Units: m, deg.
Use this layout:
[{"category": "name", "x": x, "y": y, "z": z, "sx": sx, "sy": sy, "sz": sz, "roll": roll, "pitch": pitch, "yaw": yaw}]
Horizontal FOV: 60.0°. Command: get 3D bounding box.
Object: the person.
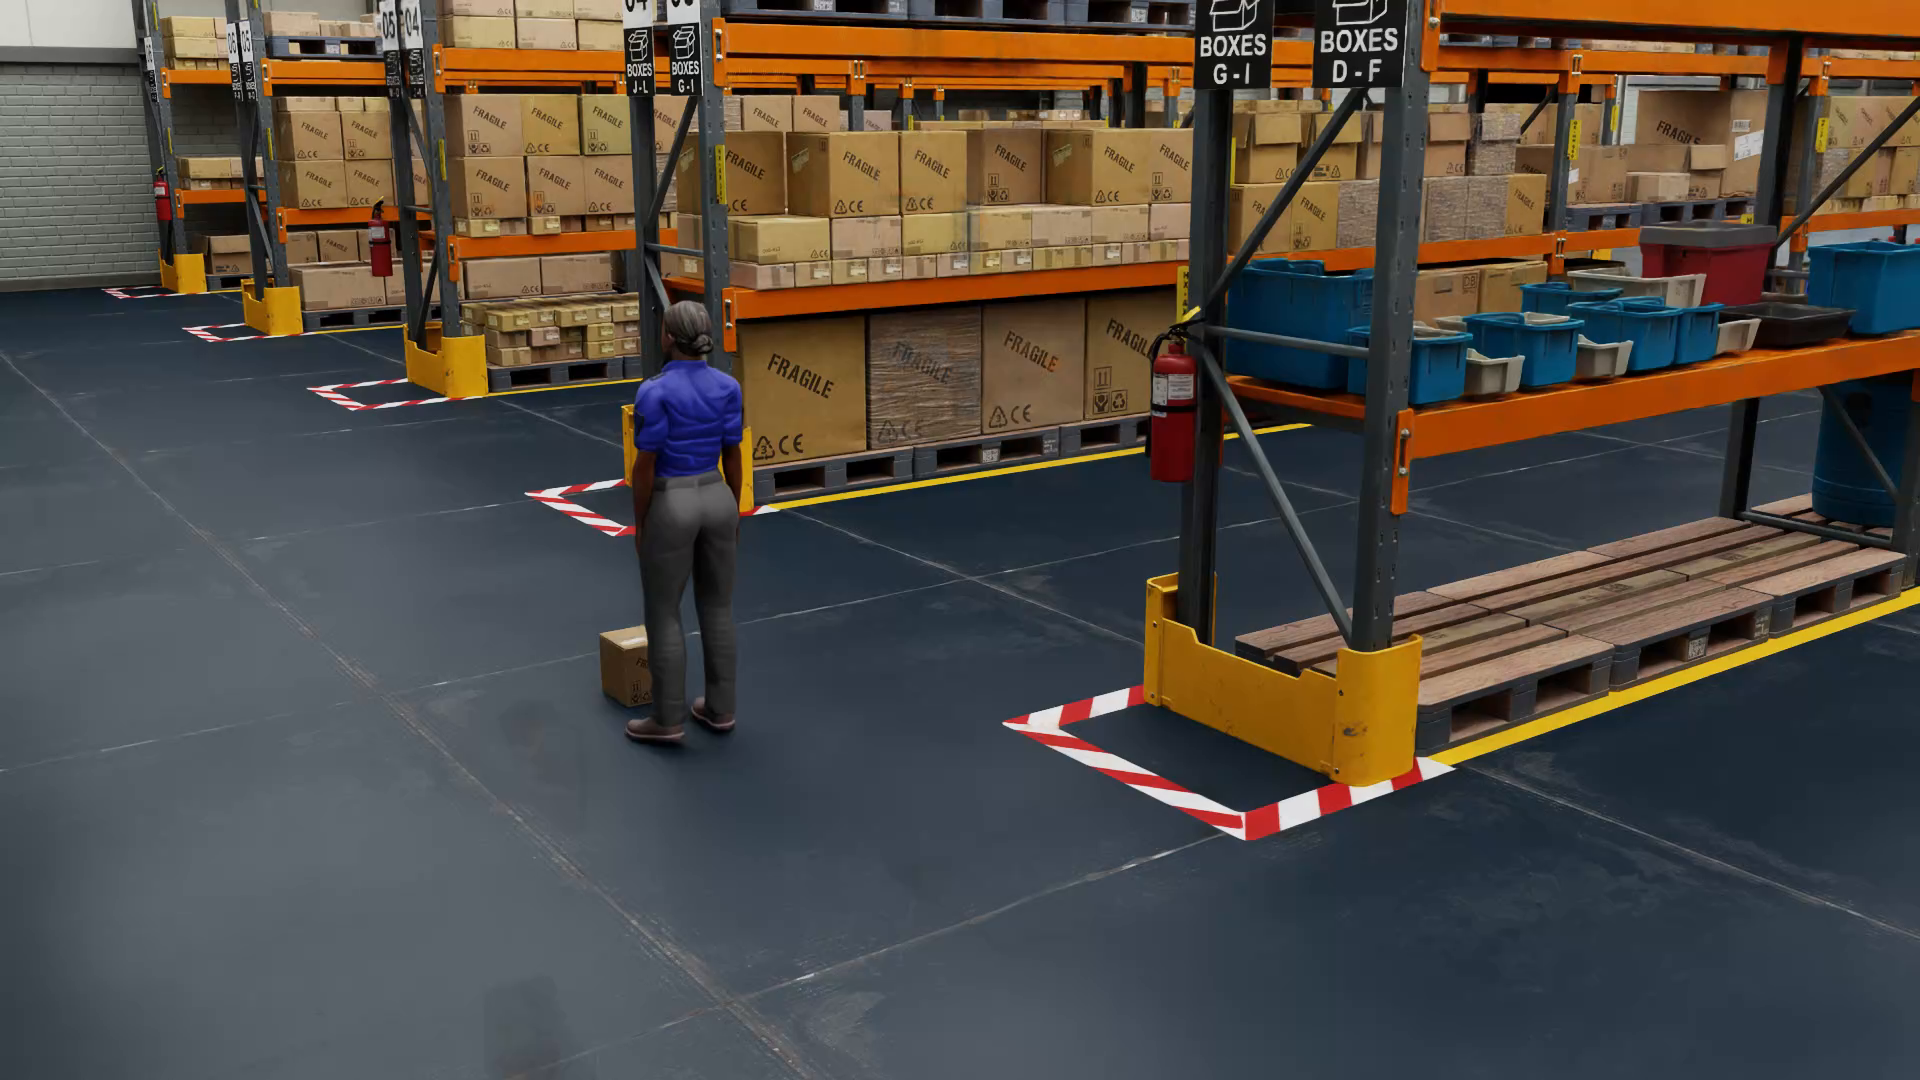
[{"category": "person", "x": -1.036, "y": -0.065, "z": 6.261, "sx": 0.480, "sy": 1.671, "sz": 0.330, "roll": -10, "pitch": 18, "yaw": -34}]
